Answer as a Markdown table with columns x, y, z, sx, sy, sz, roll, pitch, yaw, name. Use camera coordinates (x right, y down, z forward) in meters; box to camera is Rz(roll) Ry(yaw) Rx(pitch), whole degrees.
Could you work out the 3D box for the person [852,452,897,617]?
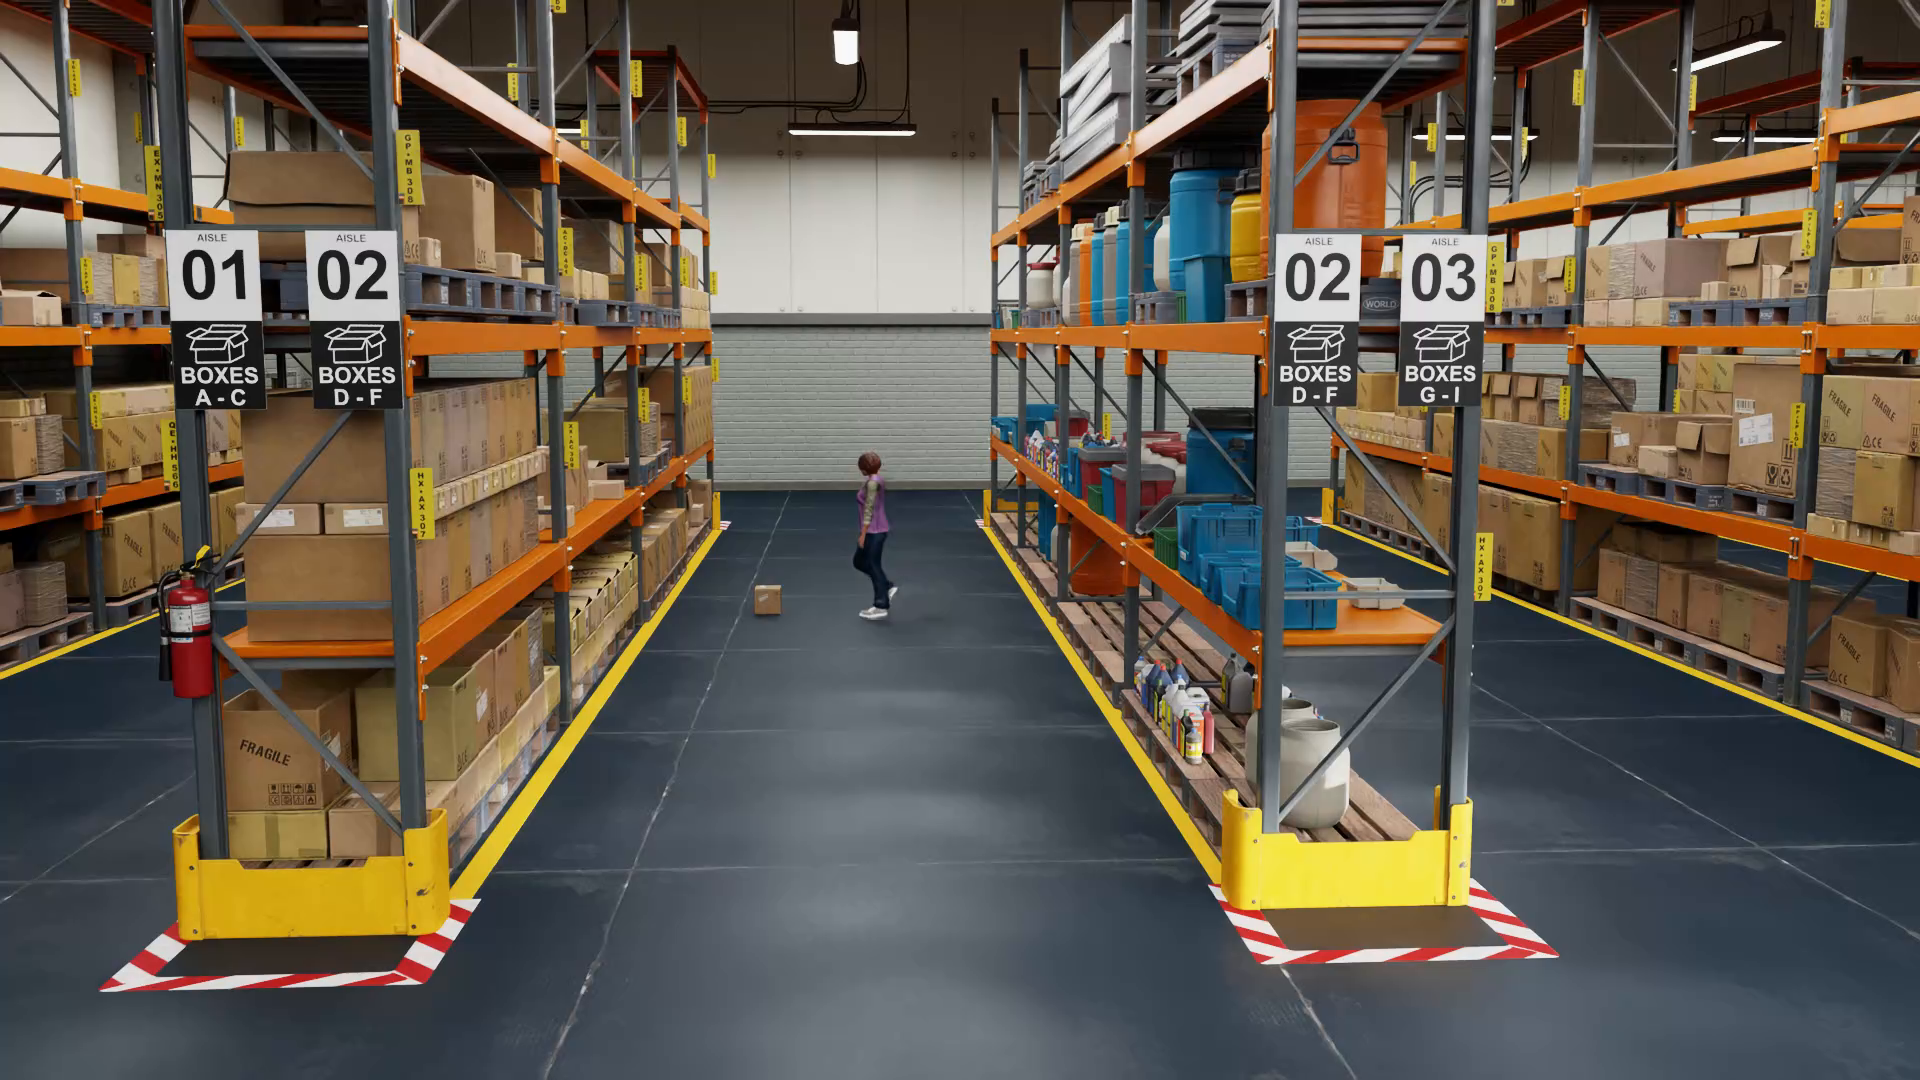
| x | y | z | sx | sy | sz | roll | pitch | yaw | name |
| --- | --- | --- | --- | --- | --- | --- | --- | --- | --- |
| -0.832 | -0.059 | 16.118 | 0.441 | 1.590 | 0.450 | 0 | 7 | 0 | person |
